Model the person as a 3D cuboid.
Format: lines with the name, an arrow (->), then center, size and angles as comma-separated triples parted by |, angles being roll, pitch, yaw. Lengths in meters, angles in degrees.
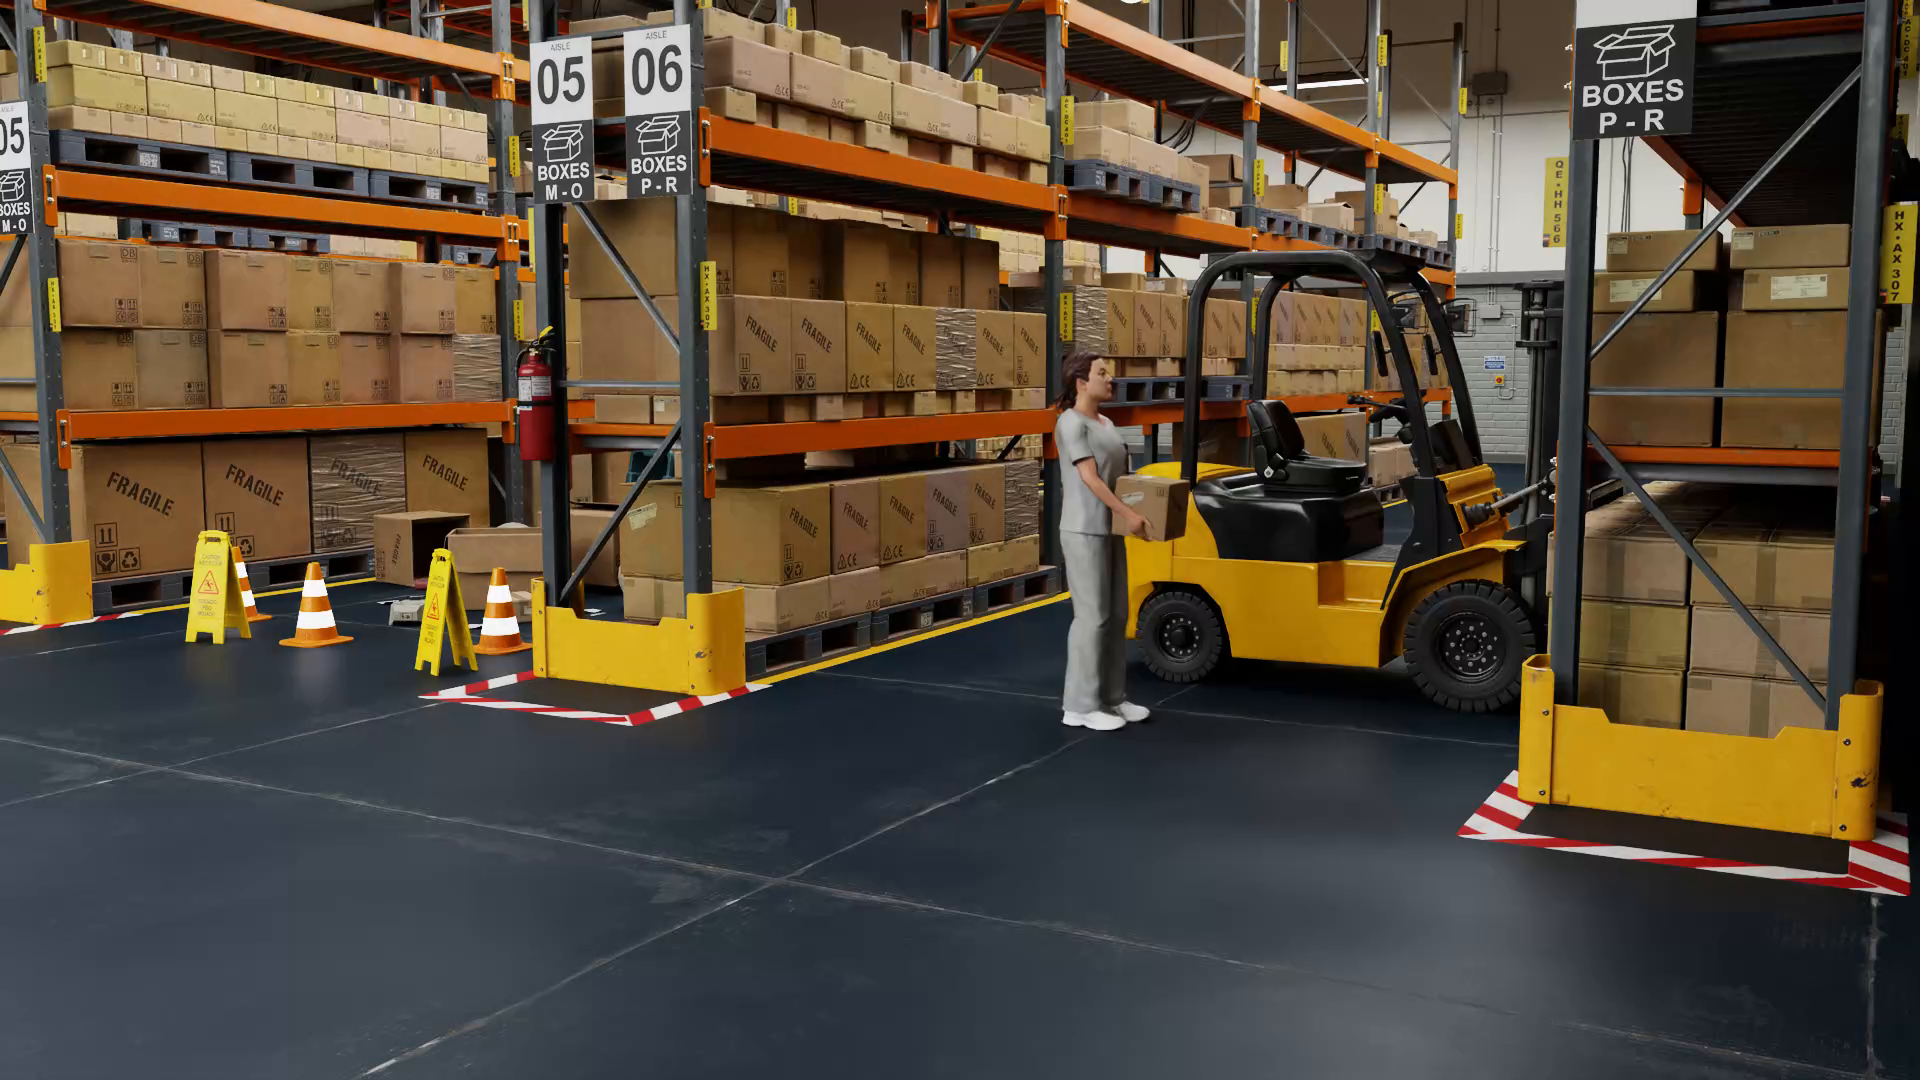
person -> 0.662, -0.045, 7.426 | 0.544, 1.602, 0.445 | 3, 7, 28
